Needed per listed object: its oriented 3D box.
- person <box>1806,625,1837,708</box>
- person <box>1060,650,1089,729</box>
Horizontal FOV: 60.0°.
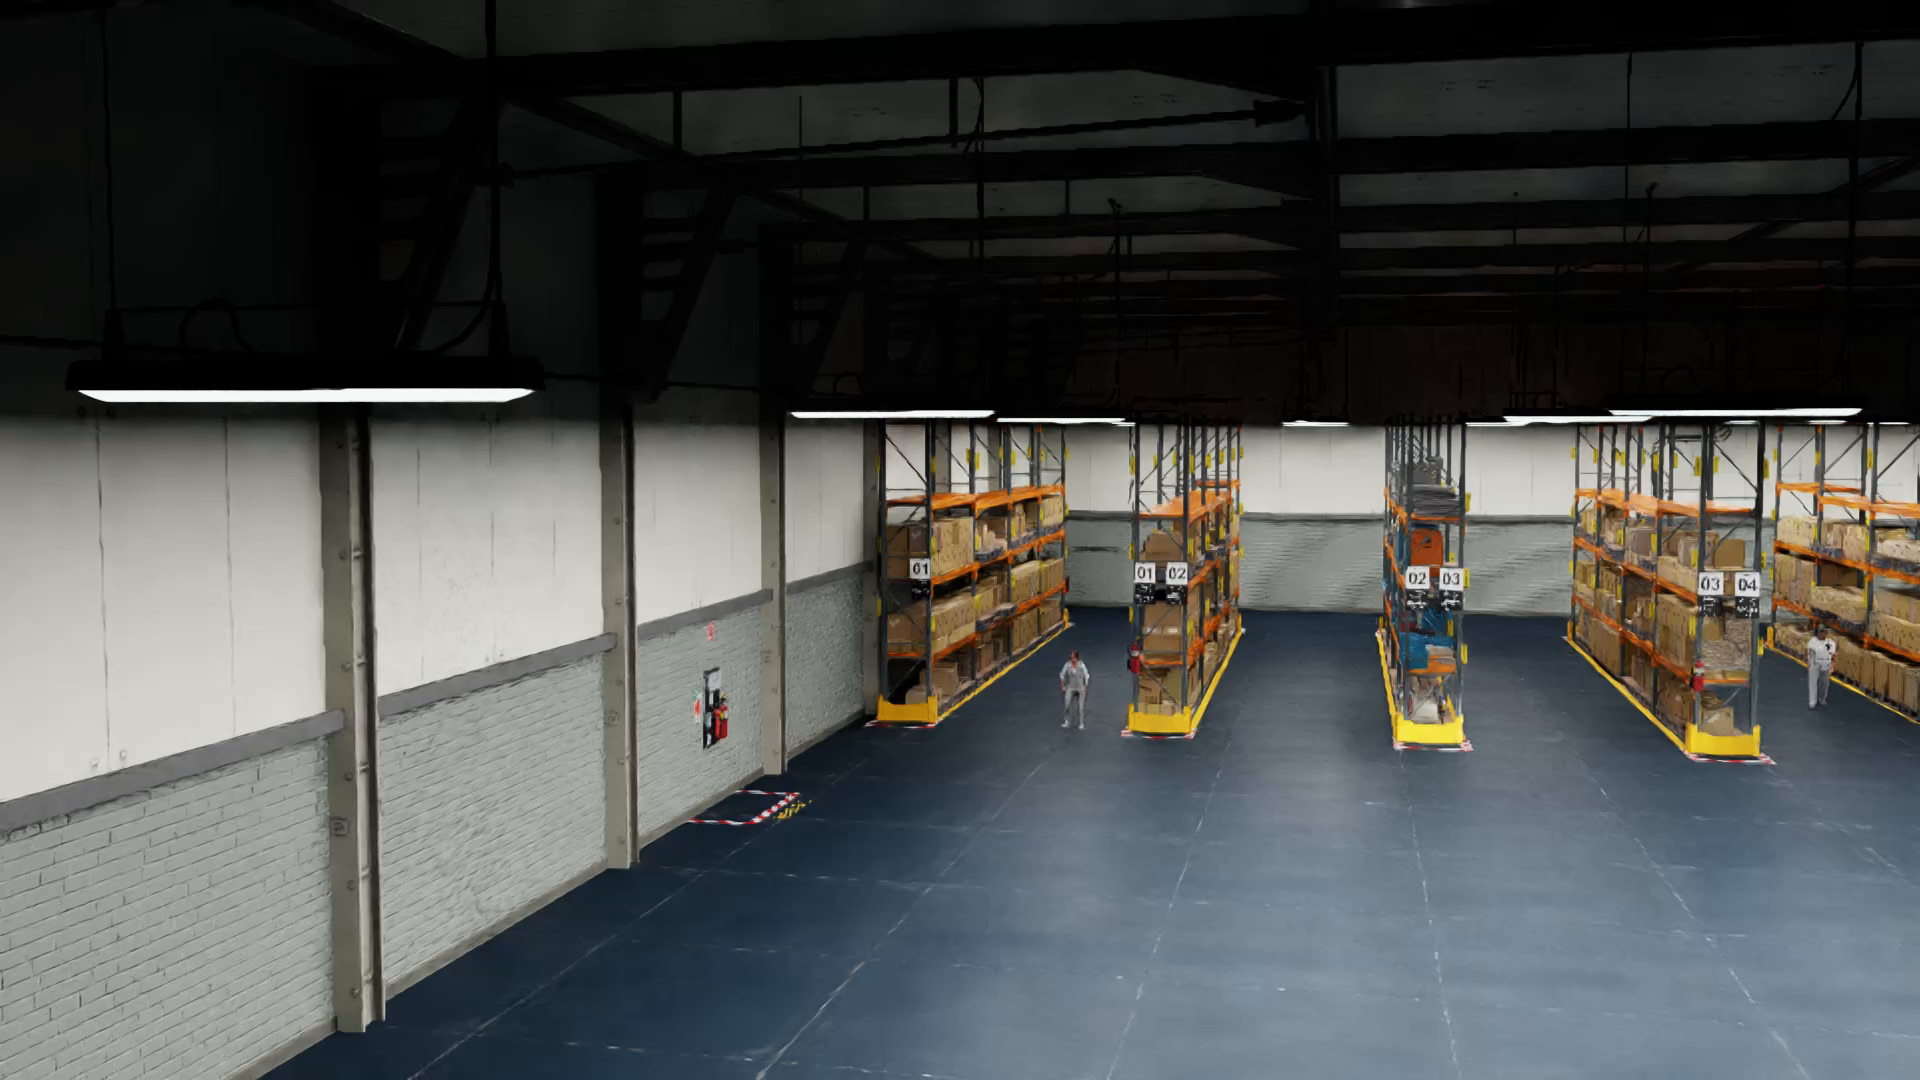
[{"bbox_3d":[17.544,2.564,33.871,0.533,1.702,1.040,2,4,22],"label":"person"},{"bbox_3d":[2.171,2.825,31.543,0.566,1.541,0.519,1,4,11],"label":"person"}]
